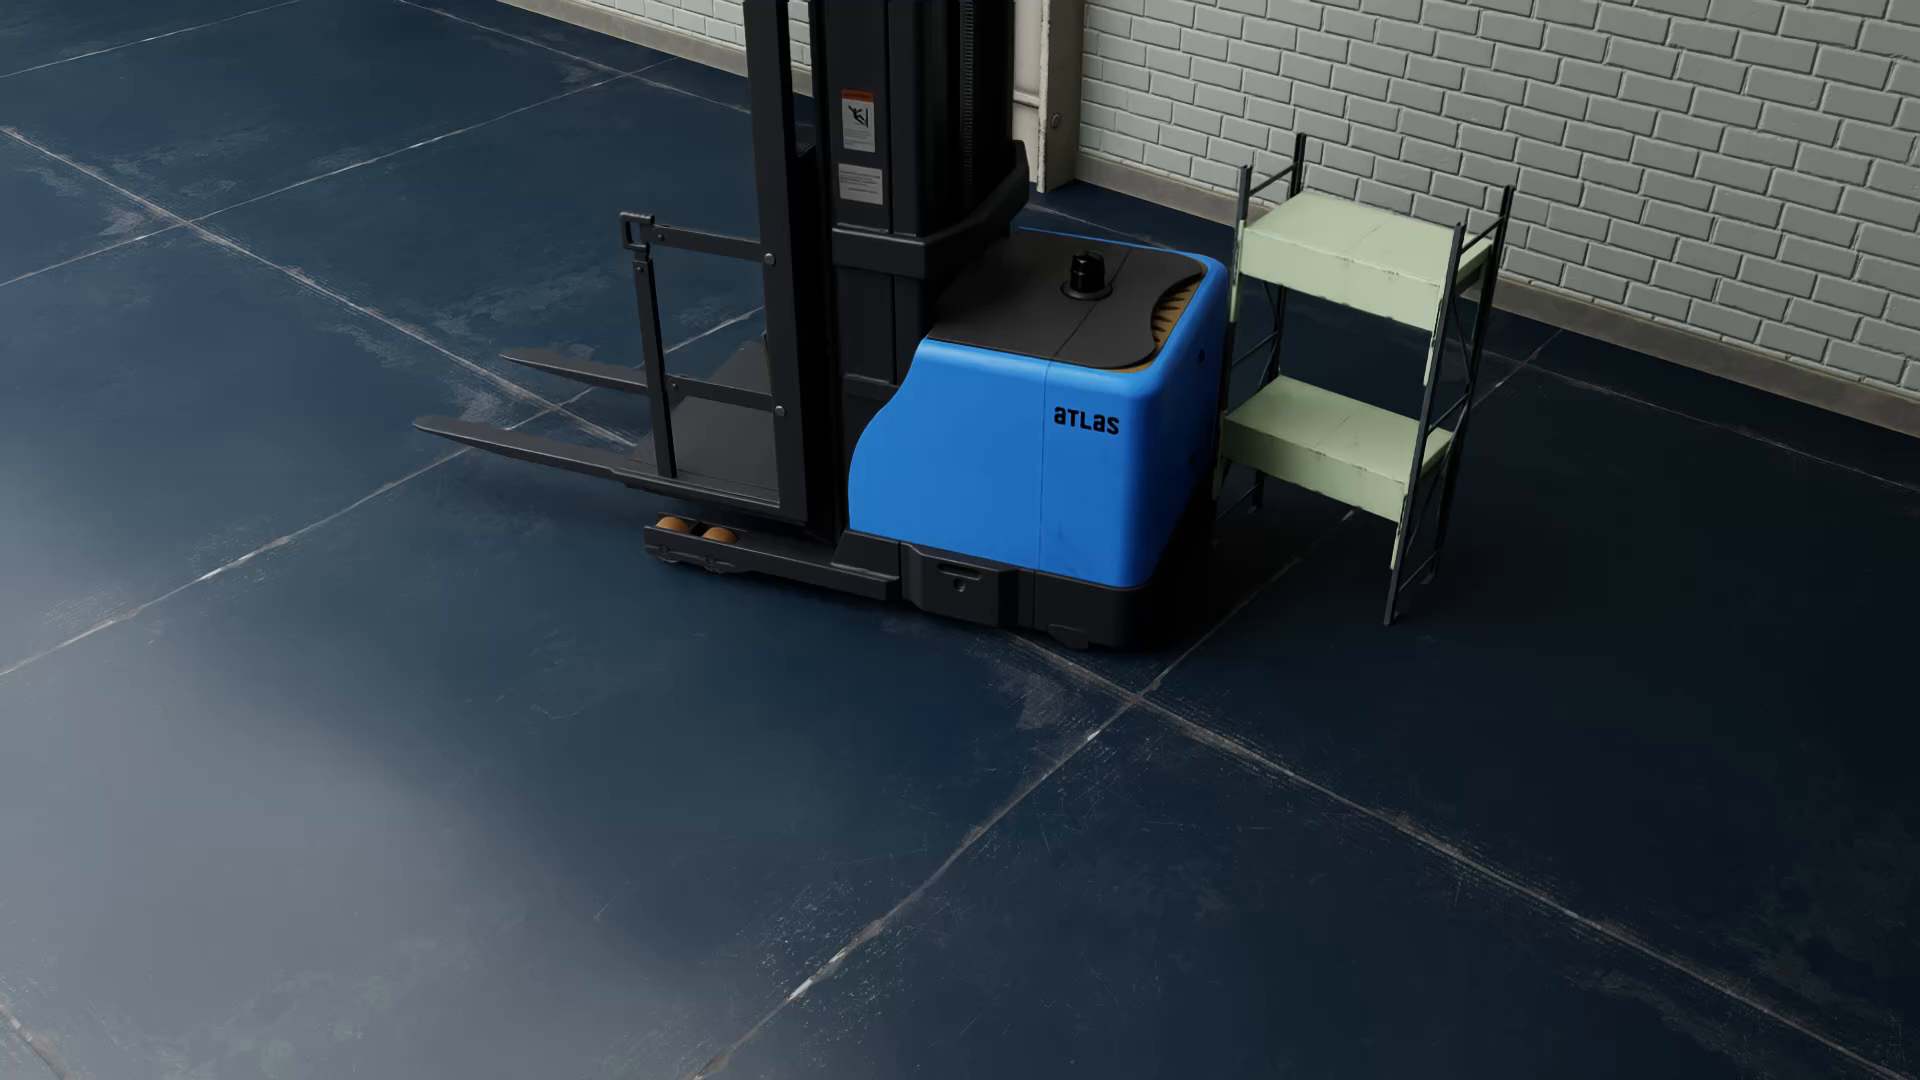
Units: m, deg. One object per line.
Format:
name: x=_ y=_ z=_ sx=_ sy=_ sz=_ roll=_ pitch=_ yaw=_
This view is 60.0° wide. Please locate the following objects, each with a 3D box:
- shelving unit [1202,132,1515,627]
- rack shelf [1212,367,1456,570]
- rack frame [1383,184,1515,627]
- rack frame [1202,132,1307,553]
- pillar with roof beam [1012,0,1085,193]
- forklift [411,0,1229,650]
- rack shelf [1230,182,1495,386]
shelving unit: x=1.323 y=-0.536 z=5.705 sx=0.755 sy=1.500 sz=0.431 roll=24 pitch=41 yaw=31
rack shelf: x=1.323 y=-0.267 z=5.890 sx=0.720 sy=0.370 sz=0.431 roll=24 pitch=41 yaw=31
rack frame: x=1.612 y=-0.408 z=5.520 sx=0.023 sy=1.500 sz=0.400 roll=24 pitch=41 yaw=31
rack frame: x=1.035 y=-0.663 z=5.891 sx=0.023 sy=1.500 sz=0.400 roll=24 pitch=41 yaw=31
pillar with roof beam: x=-2.353 y=-3.847 z=3.902 sx=0.400 sy=9.000 sz=9.100 roll=25 pitch=42 yaw=32
forklift: x=-0.622 y=-1.351 z=5.629 sx=3.031 sy=2.935 sz=1.130 roll=12 pitch=36 yaw=17
rack shelf: x=1.323 y=-0.858 z=5.485 sx=0.720 sy=0.370 sz=0.431 roll=24 pitch=41 yaw=31
